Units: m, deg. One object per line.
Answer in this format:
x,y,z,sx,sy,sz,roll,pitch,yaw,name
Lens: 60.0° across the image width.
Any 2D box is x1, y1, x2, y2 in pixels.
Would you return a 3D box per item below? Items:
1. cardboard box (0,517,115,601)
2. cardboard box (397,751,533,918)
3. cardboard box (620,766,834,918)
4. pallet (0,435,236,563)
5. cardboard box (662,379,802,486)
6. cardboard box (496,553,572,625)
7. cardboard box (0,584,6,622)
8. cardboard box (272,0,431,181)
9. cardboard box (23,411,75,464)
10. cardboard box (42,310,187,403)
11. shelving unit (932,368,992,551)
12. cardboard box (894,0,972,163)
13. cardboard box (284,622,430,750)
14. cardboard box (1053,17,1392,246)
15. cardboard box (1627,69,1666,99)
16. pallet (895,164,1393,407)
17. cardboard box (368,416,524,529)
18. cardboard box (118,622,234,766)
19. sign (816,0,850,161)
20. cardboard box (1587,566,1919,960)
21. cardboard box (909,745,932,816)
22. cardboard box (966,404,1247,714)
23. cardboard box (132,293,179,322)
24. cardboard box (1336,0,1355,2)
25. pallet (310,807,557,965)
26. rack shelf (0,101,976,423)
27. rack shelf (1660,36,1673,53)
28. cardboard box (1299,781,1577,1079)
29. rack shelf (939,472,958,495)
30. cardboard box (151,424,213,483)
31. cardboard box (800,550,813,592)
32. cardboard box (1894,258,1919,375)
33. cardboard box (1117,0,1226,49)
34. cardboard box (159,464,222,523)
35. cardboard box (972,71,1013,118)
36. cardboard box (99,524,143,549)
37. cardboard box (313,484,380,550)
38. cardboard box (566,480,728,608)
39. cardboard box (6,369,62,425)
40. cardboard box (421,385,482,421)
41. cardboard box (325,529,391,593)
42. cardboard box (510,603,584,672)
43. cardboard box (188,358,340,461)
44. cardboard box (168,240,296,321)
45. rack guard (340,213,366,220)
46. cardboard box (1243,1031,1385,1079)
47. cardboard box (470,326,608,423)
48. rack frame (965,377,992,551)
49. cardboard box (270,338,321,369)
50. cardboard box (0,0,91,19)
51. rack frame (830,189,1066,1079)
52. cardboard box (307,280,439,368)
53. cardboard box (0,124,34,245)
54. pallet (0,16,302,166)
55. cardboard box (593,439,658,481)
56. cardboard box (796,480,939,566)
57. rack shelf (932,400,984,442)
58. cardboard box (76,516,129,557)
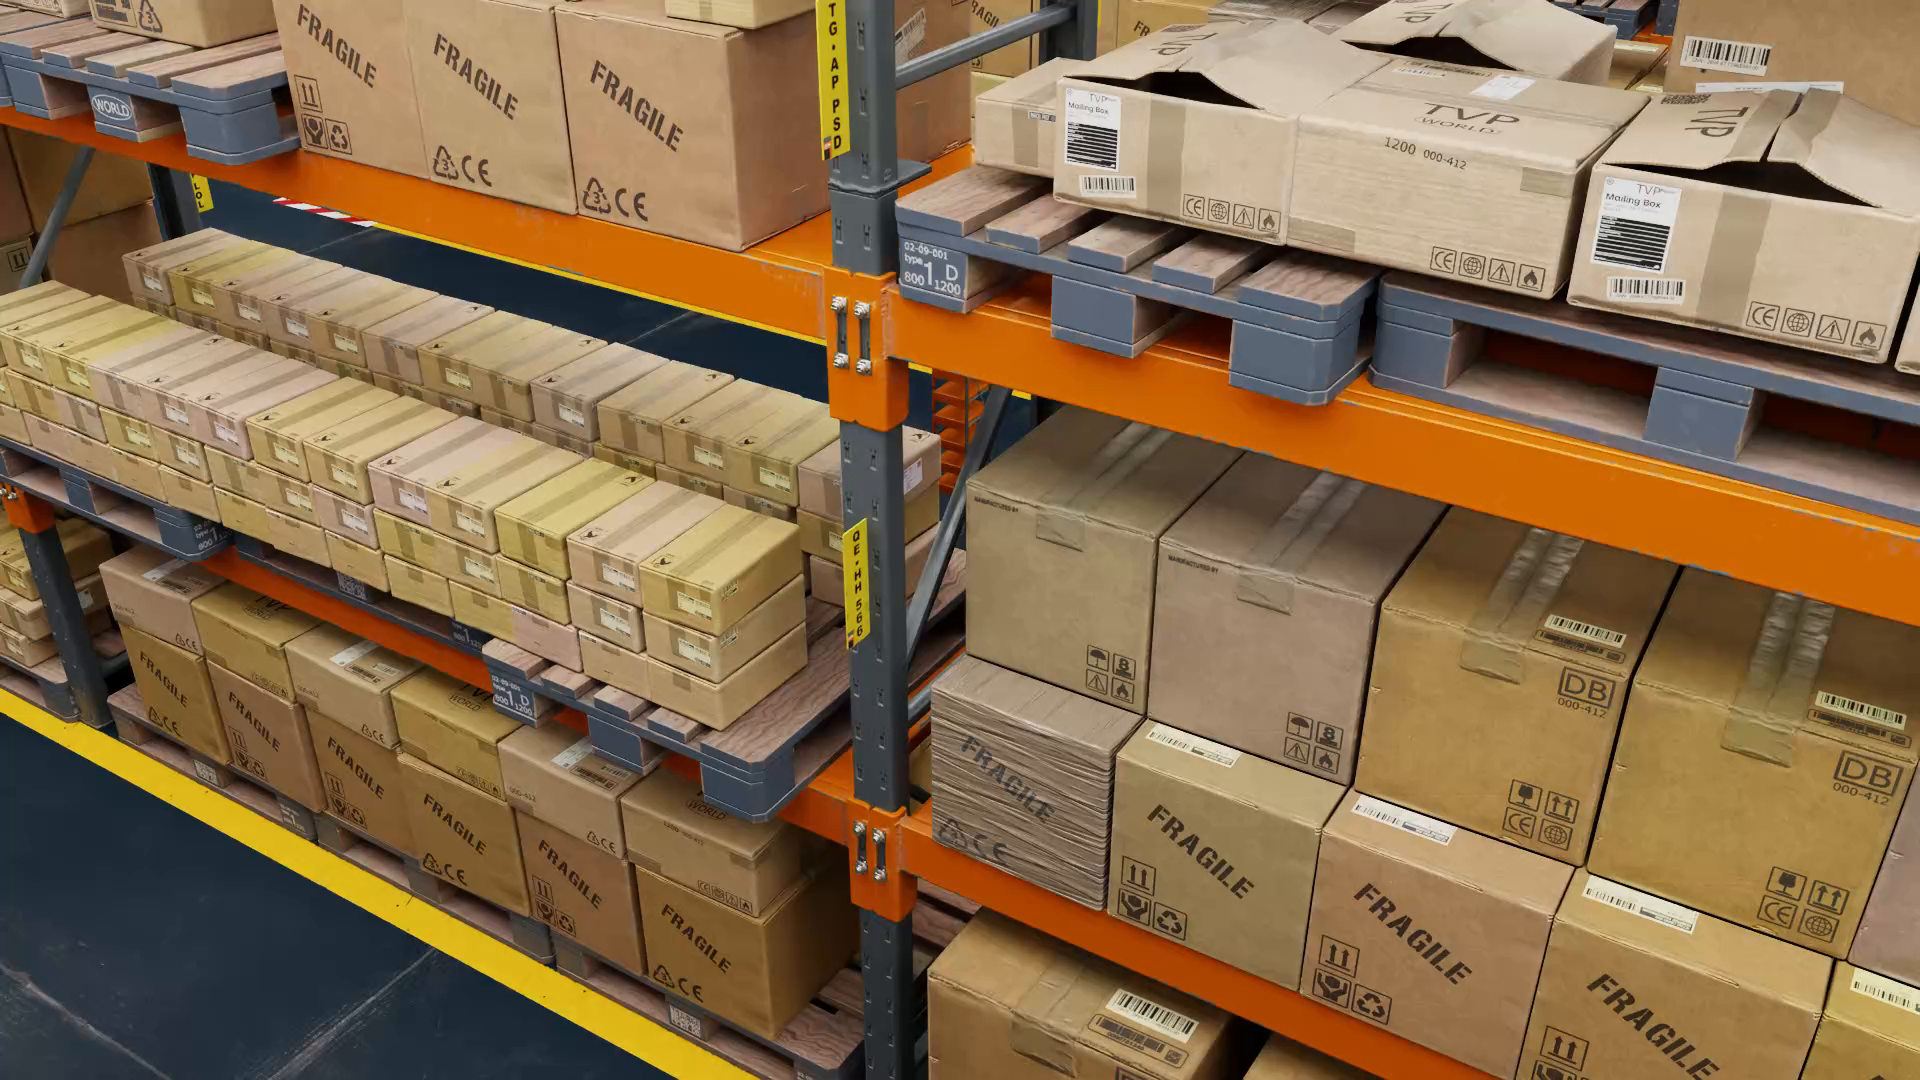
-3.795,0.077,6.964,0.250,0.149,0.380,19,35,29,cardboard box
-1.558,0.898,5.799,0.500,0.500,0.500,16,34,25,cardboard box
-0.686,0.843,5.149,0.500,0.250,0.500,17,34,26,cardboard box
-2.785,-0.382,6.119,1.213,0.211,1.003,18,35,27,pallet
-0.690,-0.335,5.090,0.250,0.149,0.380,17,34,27,cardboard box
-1.079,0.060,4.708,0.250,0.149,0.380,18,35,28,cardboard box
-4.027,0.173,7.093,0.250,0.149,0.380,16,34,25,cardboard box
-1.438,-1.308,4.439,0.500,0.500,0.500,18,35,27,cardboard box
-3.028,-0.431,5.845,0.250,0.149,0.380,18,35,28,cardboard box
-2.811,-0.618,5.575,0.250,0.149,0.380,18,35,28,cardboard box
0.012,-0.514,7.941,0.189,1.200,0.258,18,35,27,shelving unit
-0.310,-1.266,4.367,0.500,0.500,0.500,18,35,27,cardboard box
-1.988,0.433,5.851,0.500,0.250,0.500,19,35,29,cardboard box
0.529,-0.854,3.334,0.500,0.311,0.500,18,35,27,cardboard box
3.282,-1.797,7.543,0.500,0.500,0.500,20,35,30,cardboard box
0.606,-0.725,3.726,1.003,0.211,1.213,19,35,30,pallet
-1.489,-0.202,4.861,0.250,0.149,0.380,18,35,27,cardboard box
-2.870,0.477,6.519,0.500,0.500,0.500,19,35,29,cardboard box
-0.258,-0.948,3.409,0.005,0.325,0.100,18,35,27,sign
1.705,0.397,3.501,0.500,0.500,0.700,17,34,27,cardboard box
-0.431,0.939,5.727,0.500,0.500,0.500,16,34,25,cardboard box
0.408,-0.011,4.201,0.500,0.500,0.700,17,34,27,cardboard box
-2.913,-0.911,6.373,0.250,0.149,0.380,19,35,29,cardboard box
1.866,-2.641,8.708,0.500,0.500,0.500,18,35,28,cardboard box
-1.658,1.007,6.315,1.213,0.211,1.003,18,35,27,pallet
-1.661,-1.181,5.035,4.000,0.370,1.077,18,35,27,rack shelf
6.908,-3.073,11.255,4.000,0.370,1.077,18,35,27,rack shelf
1.128,0.802,3.799,0.500,0.500,0.500,18,35,27,cardboard box
0.012,-0.269,8.084,0.180,0.103,0.258,18,35,27,rack shelf
-2.377,-0.353,5.416,0.250,0.149,0.380,19,35,29,cardboard box
-0.466,-0.011,5.125,0.250,0.149,0.380,19,35,30,cardboard box
1.819,-0.446,2.634,0.500,0.311,0.500,16,34,26,cardboard box
1.146,-2.572,8.591,0.500,0.500,0.500,18,35,27,cardboard box
-2.391,-0.227,5.495,0.250,0.149,0.380,16,34,25,cardboard box
0.283,-2.511,9.229,0.500,0.250,0.500,18,35,28,cardboard box
-3.537,-0.120,7.301,0.250,0.149,0.380,19,35,29,cardboard box
-1.722,-0.145,5.058,0.250,0.149,0.380,19,35,29,cardboard box
-0.838,0.006,4.506,0.250,0.149,0.380,17,34,27,cardboard box
-3.046,-0.563,5.776,0.250,0.149,0.380,17,34,26,cardboard box
-1.592,-0.492,5.654,0.250,0.149,0.380,19,35,29,cardboard box
-1.713,-0.015,5.132,0.250,0.149,0.380,19,35,29,cardboard box
-1.057,0.195,4.772,0.250,0.149,0.380,18,35,28,cardboard box
-2.170,-0.414,5.225,0.250,0.149,0.380,19,35,29,cardboard box
-2.683,-0.966,6.172,0.250,0.149,0.380,16,34,26,cardboard box
-4.218,-2.870,12.674,0.348,0.500,1.175,18,35,27,rack guard
1.243,1.564,4.408,0.750,0.750,1.050,18,35,28,cardboard box
-1.370,-0.548,5.455,0.250,0.149,0.380,19,35,29,cardboard box
0.090,-0.490,7.899,0.006,1.200,0.240,18,35,27,rack frame
-2.247,-0.702,6.014,0.250,0.149,0.380,16,34,26,cardboard box
-2.722,-1.845,5.131,0.500,0.311,0.500,17,34,27,cardboard box
0.033,0.339,4.691,0.127,3.000,1.000,18,35,27,rack frame
-2.037,-0.759,5.816,0.250,0.149,0.380,16,34,26,cardboard box
-3.897,-1.346,6.194,0.500,0.500,0.500,16,34,26,cardboard box
-2.009,-1.459,4.984,1.003,0.211,1.213,18,35,27,pallet
-0.942,-0.286,5.302,0.250,0.149,0.380,18,35,28,cardboard box
-0.270,-0.077,4.943,0.250,0.149,0.380,19,35,29,cardboard box
0.012,-0.580,7.903,0.180,0.103,0.258,18,35,27,rack shelf
-3.754,-0.074,7.517,0.250,0.149,0.380,18,35,28,cardboard box
